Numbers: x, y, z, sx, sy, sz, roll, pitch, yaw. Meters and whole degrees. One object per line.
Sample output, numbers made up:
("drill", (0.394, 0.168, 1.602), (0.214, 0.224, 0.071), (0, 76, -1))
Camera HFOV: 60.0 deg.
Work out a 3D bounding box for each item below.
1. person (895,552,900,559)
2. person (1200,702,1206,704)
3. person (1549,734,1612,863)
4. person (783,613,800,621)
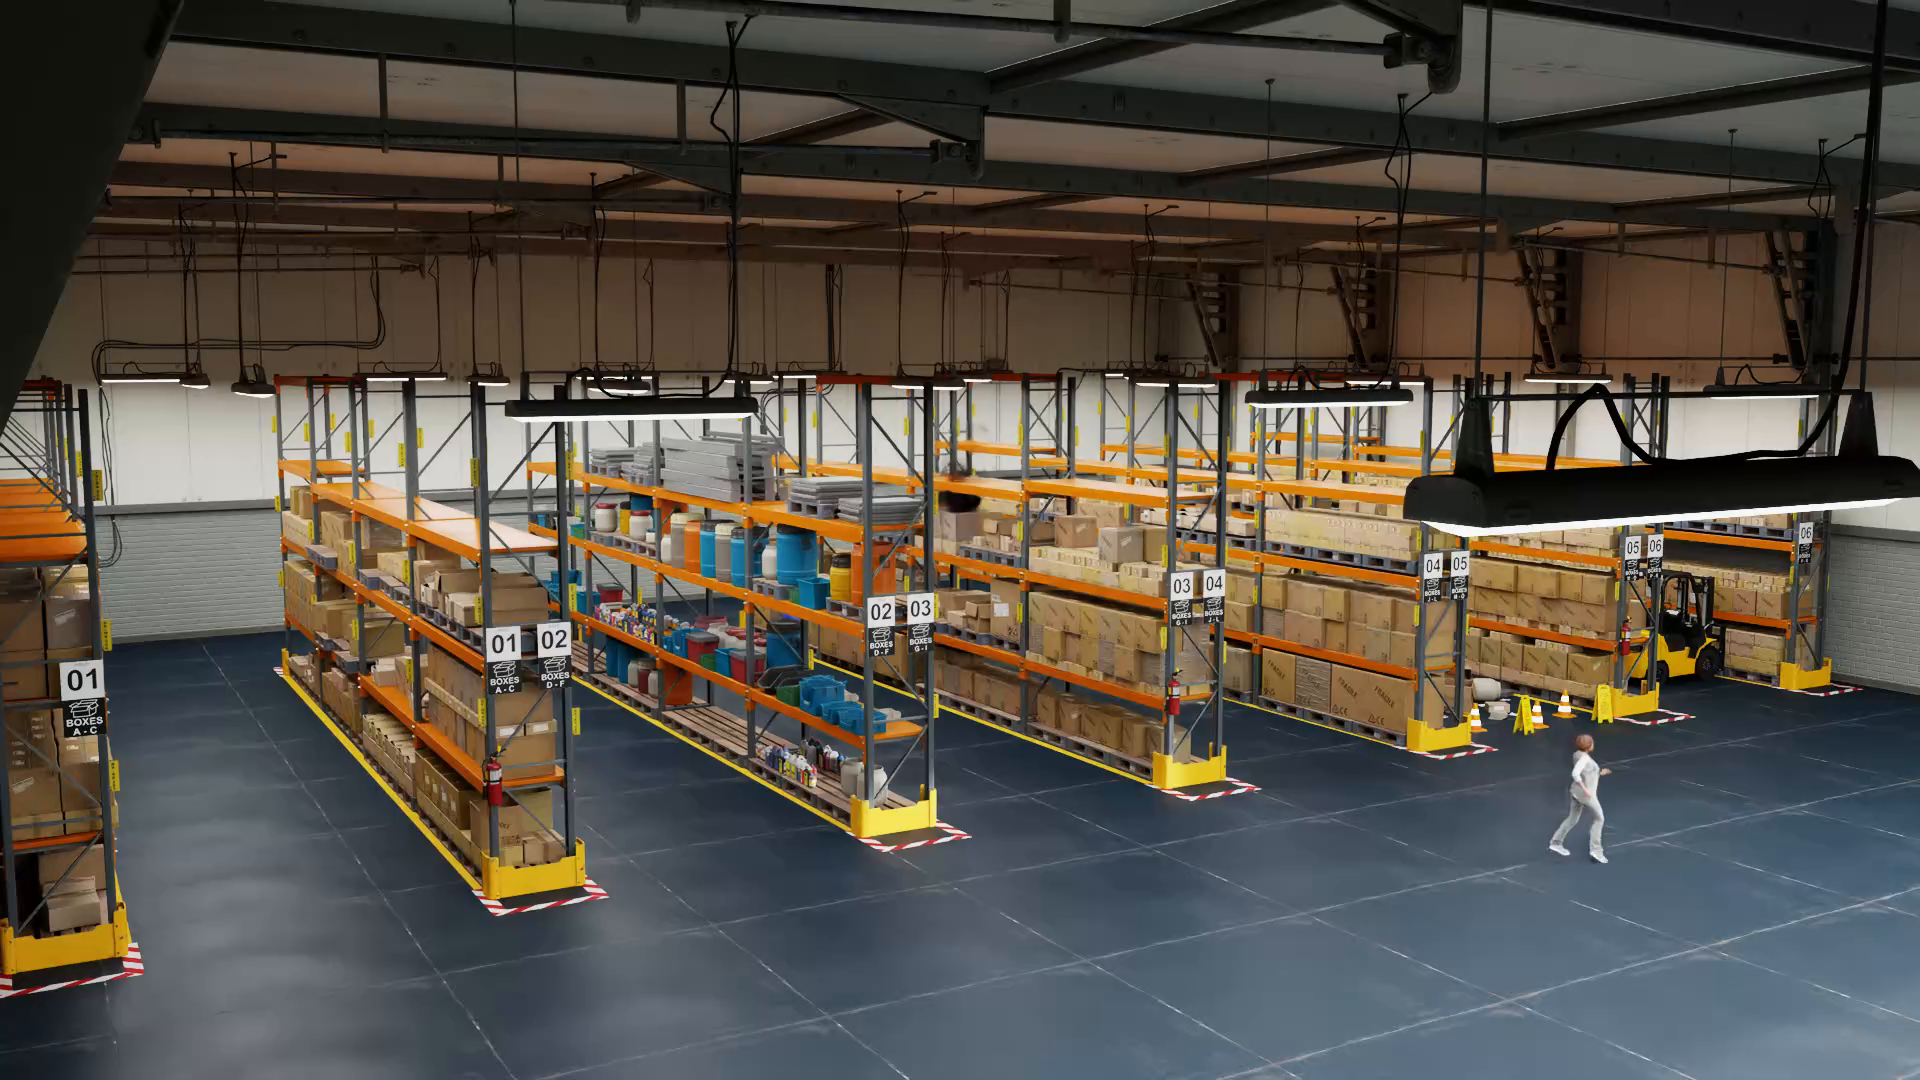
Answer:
("person", (-1.707, 1.054, 40.577), (0.817, 1.689, 0.748), (1, 6, 8))
("person", (3.981, 2.019, 29.034), (0.849, 1.710, 0.570), (6, 9, 45))
("person", (7.811, 3.259, 20.894), (0.737, 1.619, 0.510), (0, 6, -4))
("person", (-3.011, 1.898, 30.721), (0.586, 1.683, 0.959), (-4, 7, -32))
